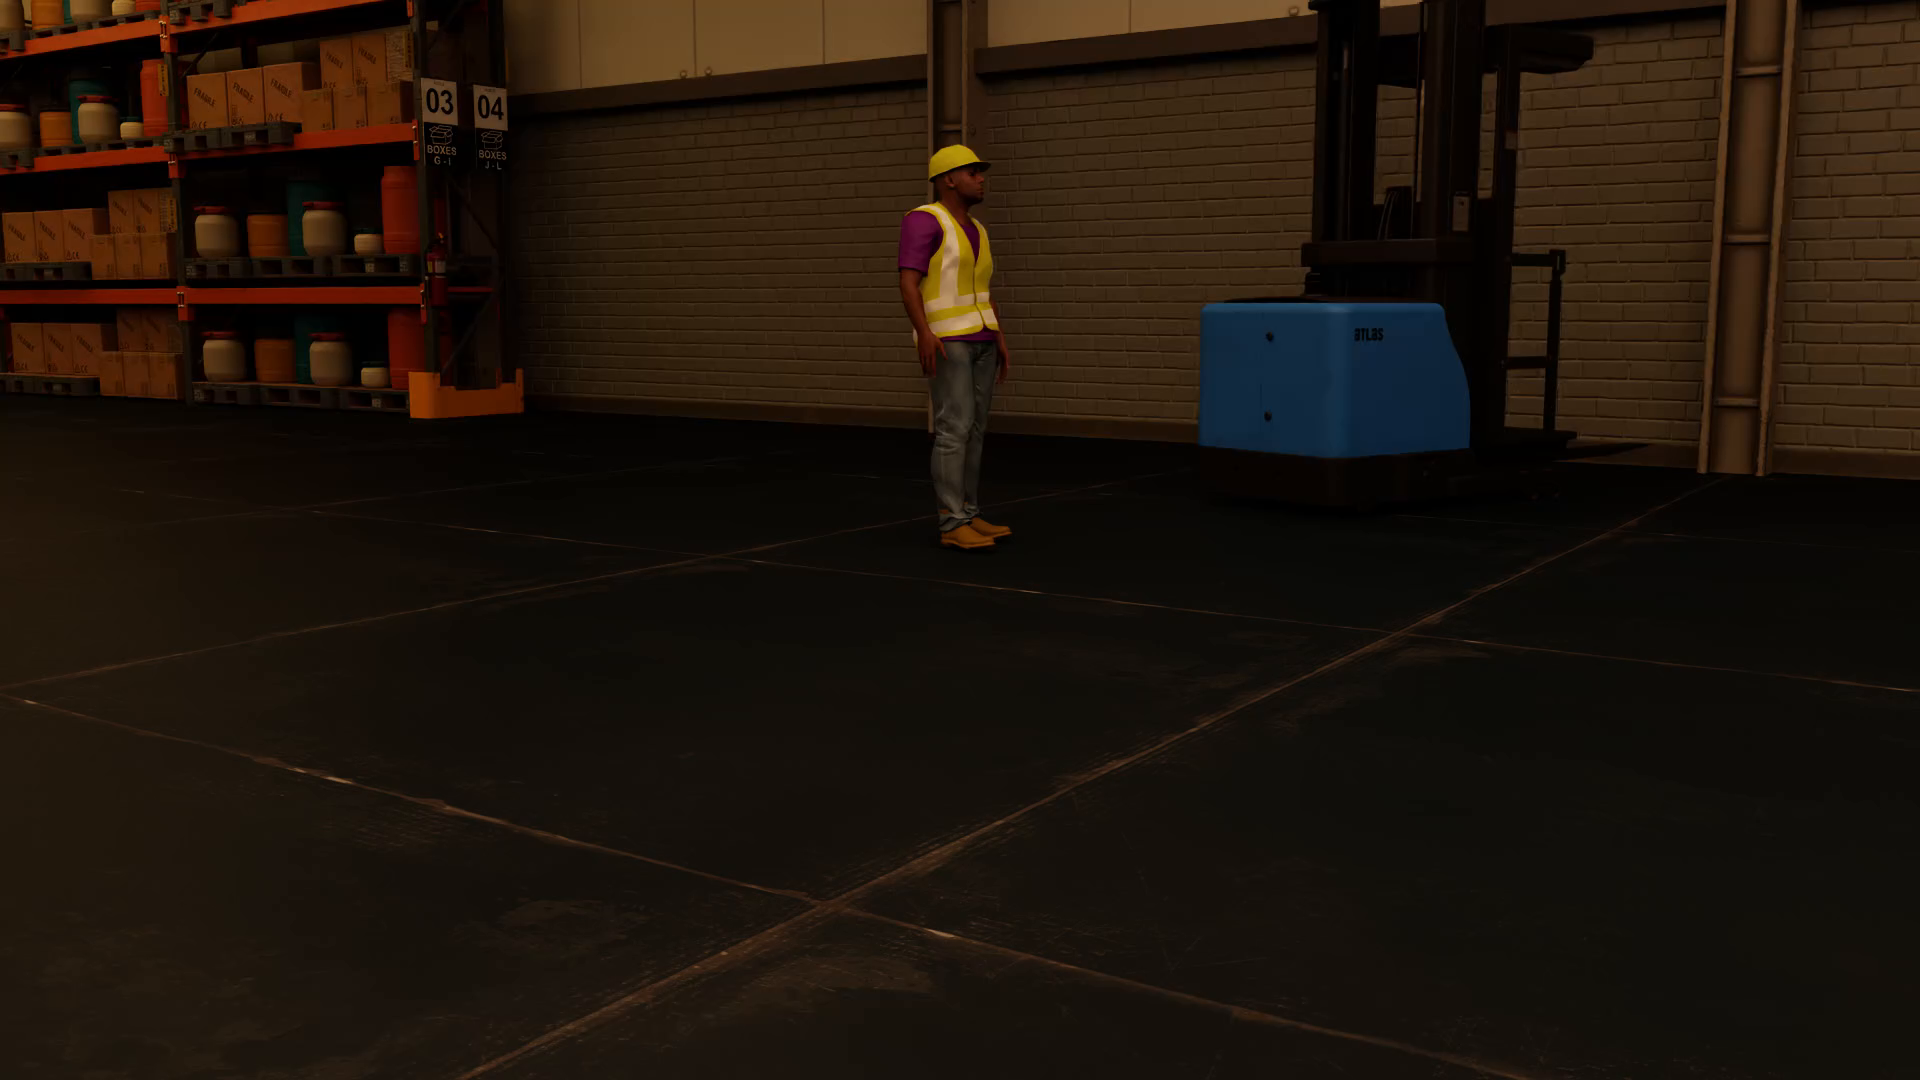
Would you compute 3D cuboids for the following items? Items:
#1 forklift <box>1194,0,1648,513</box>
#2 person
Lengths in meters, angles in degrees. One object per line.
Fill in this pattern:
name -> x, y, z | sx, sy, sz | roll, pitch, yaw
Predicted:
forklift -> 2.763, -1.724, 9.316 | 3.031, 2.935, 1.130 | -6, 10, -36
person -> 0.054, -0.875, 7.435 | 0.577, 1.765, 0.666 | 5, 10, 34
